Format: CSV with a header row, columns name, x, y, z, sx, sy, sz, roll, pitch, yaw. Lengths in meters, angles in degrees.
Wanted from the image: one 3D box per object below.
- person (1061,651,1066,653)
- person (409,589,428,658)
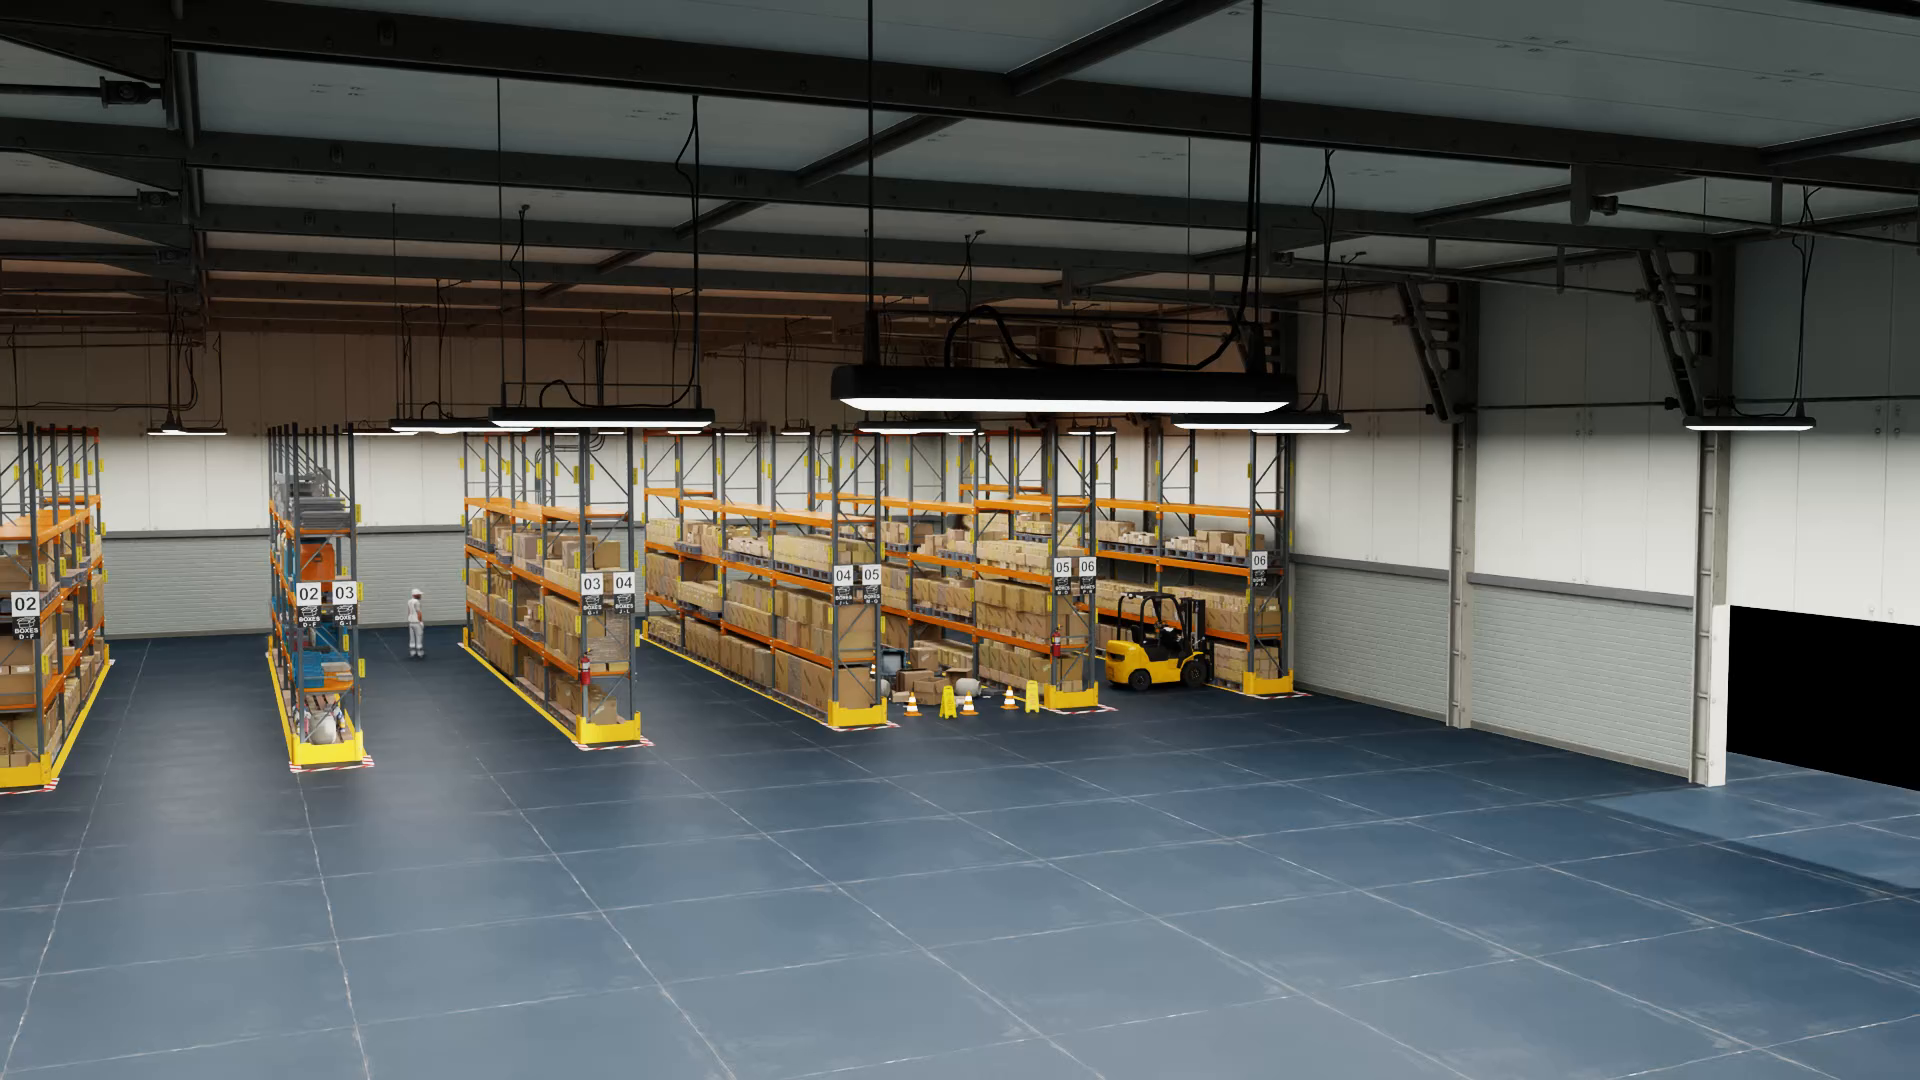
name,x,y,z,sx,sy,sz,roll,pitch,yaw
person,2.448,2.376,40.934,0.534,1.746,0.618,-1,4,-15
person,-14.132,2.166,43.386,0.426,1.793,0.621,-3,5,-43
